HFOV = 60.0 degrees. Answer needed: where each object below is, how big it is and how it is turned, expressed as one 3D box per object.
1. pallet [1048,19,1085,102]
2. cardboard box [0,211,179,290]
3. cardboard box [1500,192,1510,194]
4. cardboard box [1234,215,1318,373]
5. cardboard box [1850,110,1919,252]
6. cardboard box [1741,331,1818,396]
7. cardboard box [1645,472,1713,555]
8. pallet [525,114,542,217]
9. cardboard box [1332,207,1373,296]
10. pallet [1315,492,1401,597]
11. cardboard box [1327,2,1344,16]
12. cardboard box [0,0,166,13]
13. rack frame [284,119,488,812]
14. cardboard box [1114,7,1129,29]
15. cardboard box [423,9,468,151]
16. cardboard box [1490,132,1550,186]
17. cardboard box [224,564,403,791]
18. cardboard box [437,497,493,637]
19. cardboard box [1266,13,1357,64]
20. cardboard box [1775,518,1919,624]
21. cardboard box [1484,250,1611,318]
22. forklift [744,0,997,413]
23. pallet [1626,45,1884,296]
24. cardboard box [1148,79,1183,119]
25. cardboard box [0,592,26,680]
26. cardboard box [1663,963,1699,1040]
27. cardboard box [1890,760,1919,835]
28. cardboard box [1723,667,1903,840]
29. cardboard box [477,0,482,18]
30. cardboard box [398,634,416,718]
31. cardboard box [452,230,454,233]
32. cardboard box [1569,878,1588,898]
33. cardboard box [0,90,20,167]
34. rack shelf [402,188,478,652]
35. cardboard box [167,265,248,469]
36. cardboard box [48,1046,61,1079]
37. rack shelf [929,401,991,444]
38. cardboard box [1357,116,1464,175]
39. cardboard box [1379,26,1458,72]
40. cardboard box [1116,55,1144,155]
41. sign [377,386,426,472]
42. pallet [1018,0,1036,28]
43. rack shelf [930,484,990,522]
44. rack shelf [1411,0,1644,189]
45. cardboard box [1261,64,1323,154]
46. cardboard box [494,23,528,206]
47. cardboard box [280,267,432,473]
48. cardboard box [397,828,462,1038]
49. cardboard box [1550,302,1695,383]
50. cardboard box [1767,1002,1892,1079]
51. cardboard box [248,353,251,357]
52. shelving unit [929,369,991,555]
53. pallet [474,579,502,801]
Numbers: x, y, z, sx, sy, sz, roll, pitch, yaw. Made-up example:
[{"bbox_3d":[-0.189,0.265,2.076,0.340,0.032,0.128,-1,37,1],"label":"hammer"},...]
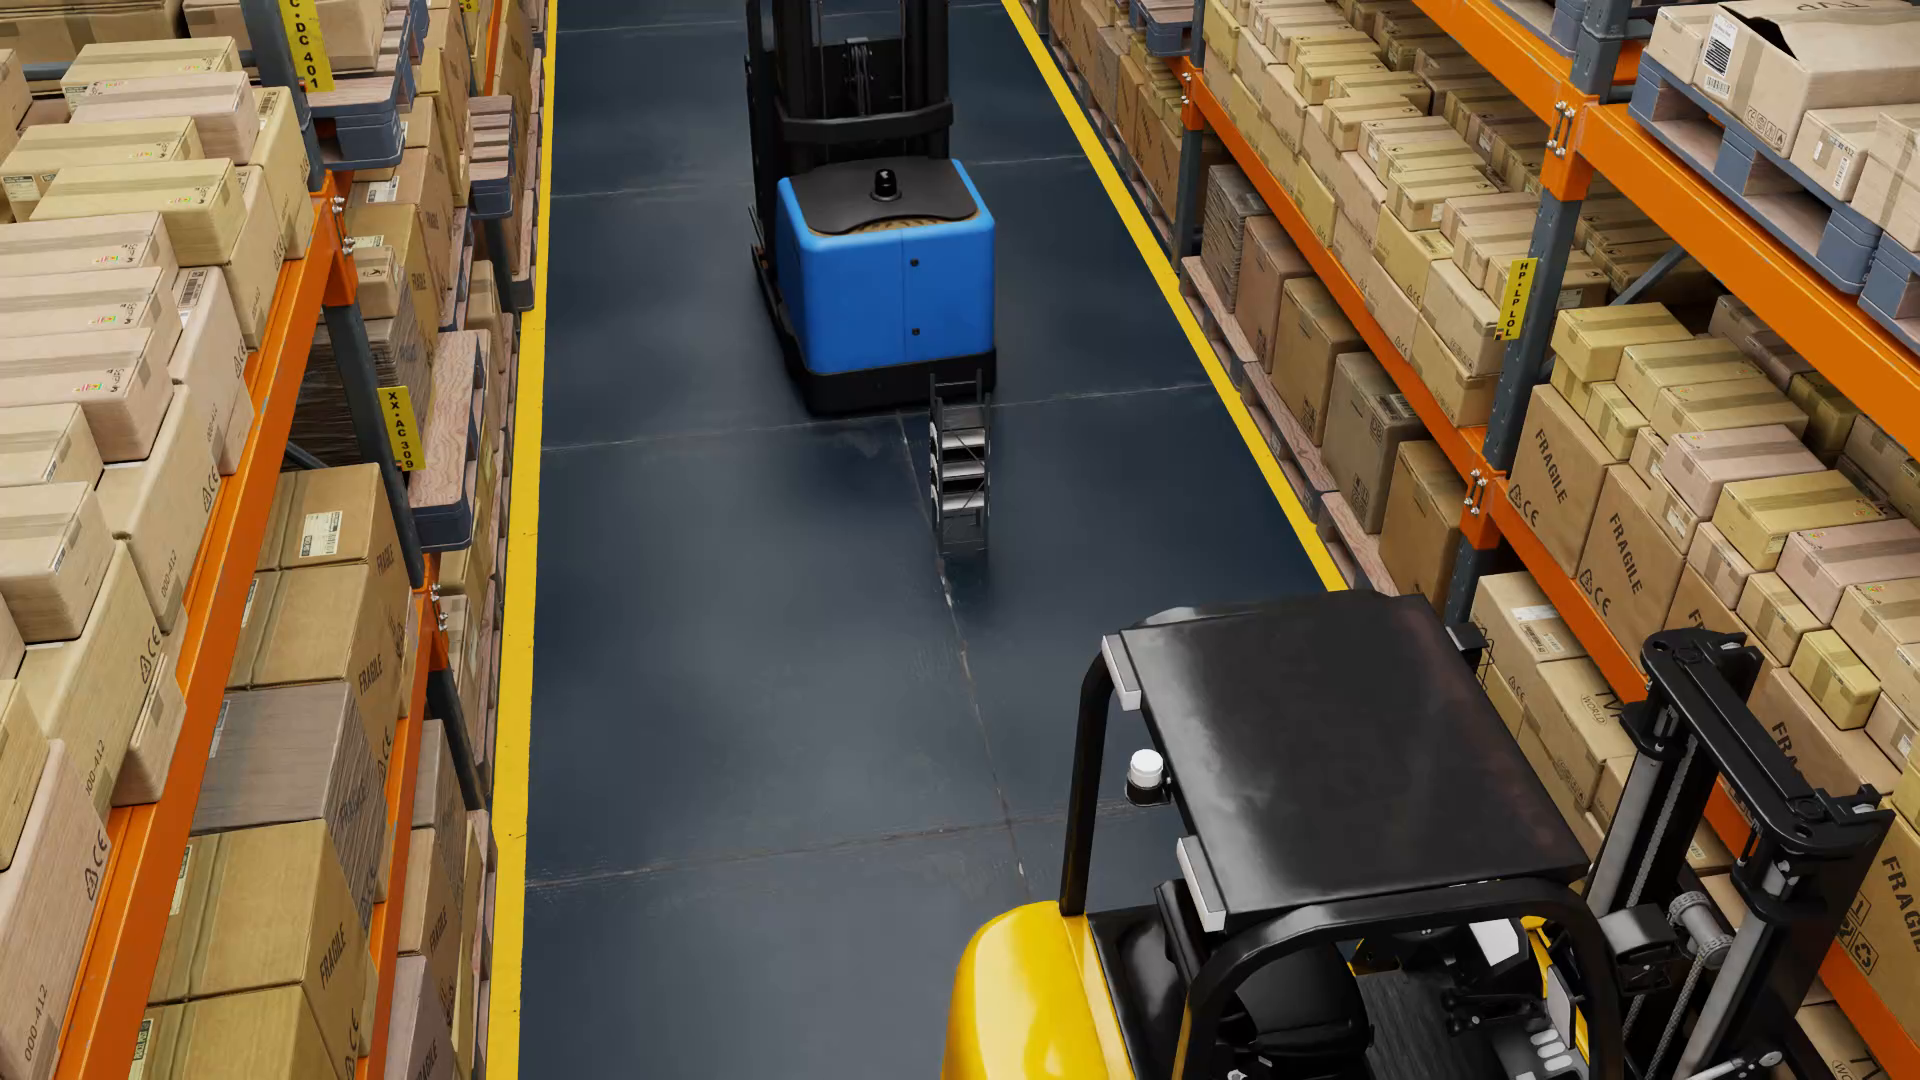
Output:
[{"bbox_3d":[1.293,-3.738,12.789,1.003,0.211,1.213,-6,38,-8],"label":"pallet"},{"bbox_3d":[-1.902,-0.563,3.539,0.380,0.149,0.250,-7,38,-9],"label":"cardboard box"},{"bbox_3d":[2.601,-1.271,7.056,0.500,0.250,0.500,-7,38,-8],"label":"cardboard box"},{"bbox_3d":[2.033,-1.366,9.057,0.875,0.625,0.625,-5,38,-6],"label":"cardboard box"},{"bbox_3d":[2.477,-0.902,4.107,0.396,0.266,0.258,-7,38,-9],"label":"cardboard box"},{"bbox_3d":[2.873,-0.591,5.613,0.380,0.149,0.250,-7,38,-9],"label":"cardboard box"},{"bbox_3d":[2.403,-0.102,5.225,0.380,0.149,0.250,-5,38,-7],"label":"cardboard box"},{"bbox_3d":[-3.346,-2.493,11.186,1.003,0.211,1.213,-6,38,-8],"label":"pallet"},{"bbox_3d":[2.020,-1.318,7.523,0.500,0.250,0.500,-6,38,-8],"label":"cardboard box"},{"bbox_3d":[2.349,0.166,7.764,1.003,0.211,1.213,-6,38,-8],"label":"pallet"},{"bbox_3d":[2.167,-2.807,9.033,0.500,0.250,0.500,-5,38,-7],"label":"cardboard box"},{"bbox_3d":[-2.597,-1.783,4.928,0.500,0.250,0.500,-5,38,-7],"label":"cardboard box"},{"bbox_3d":[-2.370,0.042,5.651,1.000,3.000,0.127,-6,38,-8],"label":"rack frame"},{"bbox_3d":[1.281,-3.574,11.472,0.380,0.149,0.250,-6,38,-8],"label":"cardboard box"},{"bbox_3d":[-2.616,-2.141,7.795,0.500,0.500,0.500,-7,38,-9],"label":"cardboard box"},{"bbox_3d":[2.544,-1.649,7.217,0.380,0.149,0.250,-6,38,-8],"label":"cardboard box"},{"bbox_3d":[-1.950,0.437,4.819,0.500,0.500,0.500,-5,38,-6],"label":"cardboard box"},{"bbox_3d":[-2.594,0.163,7.294,0.950,0.372,0.625,-4,38,-5],"label":"cardboard box"},{"bbox_3d":[1.757,-2.512,8.328,0.380,0.149,0.250,-6,38,-7],"label":"cardboard box"},{"bbox_3d":[2.584,0.087,4.741,0.380,0.149,0.250,-6,38,-8],"label":"cardboard box"},{"bbox_3d":[2.238,-0.972,6.346,0.380,0.149,0.250,-5,38,-6],"label":"cardboard box"},{"bbox_3d":[-0.662,-2.748,9.298,1.130,2.935,3.031,-9,39,-11],"label":"forklift"},{"bbox_3d":[2.691,-1.132,4.789,1.003,0.211,1.213,-6,38,-8],"label":"pallet"},{"bbox_3d":[1.401,-2.778,10.447,0.380,0.149,0.250,-8,39,-10],"label":"cardboard box"},{"bbox_3d":[-1.681,0.214,2.539,0.380,0.149,0.250,-6,38,-8],"label":"cardboard box"},{"bbox_3d":[2.552,1.468,5.307,0.500,0.250,0.500,-6,38,-8],"label":"cardboard box"},{"bbox_3d":[2.632,0.675,4.226,0.380,0.149,0.250,-6,38,-8],"label":"cardboard box"},{"bbox_3d":[2.602,0.687,4.739,0.500,0.500,0.500,-6,38,-8],"label":"cardboard box"},{"bbox_3d":[-3.006,-3.157,9.484,0.500,0.250,0.500,-5,38,-7],"label":"cardboard box"},{"bbox_3d":[-1.963,0.452,5.328,0.380,0.149,0.250,-5,38,-7],"label":"cardboard box"},{"bbox_3d":[-2.432,-1.341,7.293,0.380,0.149,0.250,-7,38,-9],"label":"cardboard box"},{"bbox_3d":[2.485,1.367,5.844,0.500,0.250,0.500,-6,38,-7],"label":"cardboard box"},{"bbox_3d":[-2.562,-0.979,4.075,0.380,0.149,0.250,-5,38,-7],"label":"cardboard box"},{"bbox_3d":[-2.721,-0.882,7.427,1.077,0.370,4.000,-6,38,-8],"label":"rack shelf"},{"bbox_3d":[-1.863,-0.349,3.589,0.500,0.250,0.500,-7,38,-9],"label":"cardboard box"},{"bbox_3d":[-1.554,0.824,2.403,0.380,0.149,0.250,-5,38,-7],"label":"cardboard box"},{"bbox_3d":[-0.001,-0.547,7.735,0.258,0.077,0.200,-6,38,-8],"label":"rack shelf"},{"bbox_3d":[1.985,-1.741,7.336,0.380,0.149,0.250,-6,38,-8],"label":"cardboard box"},{"bbox_3d":[2.293,-2.415,8.204,0.380,0.149,0.250,-6,38,-8],"label":"cardboard box"},{"bbox_3d":[1.357,-2.941,11.185,0.500,0.500,0.500,-5,38,-6],"label":"cardboard box"},{"bbox_3d":[-1.837,-0.363,5.467,0.100,0.325,0.005,-6,38,-8],"label":"sign"},{"bbox_3d":[0.994,-4.640,13.951,1.003,0.211,1.213,-6,38,-8],"label":"pallet"},{"bbox_3d":[-0.001,-0.192,8.011,0.258,0.077,0.200,-6,38,-8],"label":"rack shelf"},{"bbox_3d":[2.166,-2.603,7.197,1.077,0.370,4.000,-6,38,-8],"label":"rack shelf"},{"bbox_3d":[1.813,-2.134,8.166,0.500,0.250,0.500,-7,38,-9],"label":"cardboard box"},{"bbox_3d":[-3.263,-2.666,10.527,0.875,0.875,0.875,-6,38,-7],"label":"cardboard box"},{"bbox_3d":[-2.170,-0.595,5.805,0.500,0.500,0.500,-5,38,-7],"label":"cardboard box"},{"bbox_3d":[-1.911,1.301,5.318,0.500,0.500,0.500,-6,38,-7],"label":"cardboard box"},{"bbox_3d":[2.280,-0.683,5.731,0.380,0.149,0.250,-5,38,-7],"label":"cardboard box"},{"bbox_3d":[2.636,1.591,4.741,0.500,0.250,0.500,-6,38,-7],"label":"cardboard box"},{"bbox_3d":[-1.988,-0.572,4.201,0.380,0.149,0.250,-6,38,-7],"label":"cardboard box"},{"bbox_3d":[-0.001,-0.360,7.880,0.258,0.900,0.210,-6,38,-8],"label":"shelving unit"},{"bbox_3d":[-2.508,0.673,7.112,1.003,0.211,1.213,-6,38,-8],"label":"pallet"}]
